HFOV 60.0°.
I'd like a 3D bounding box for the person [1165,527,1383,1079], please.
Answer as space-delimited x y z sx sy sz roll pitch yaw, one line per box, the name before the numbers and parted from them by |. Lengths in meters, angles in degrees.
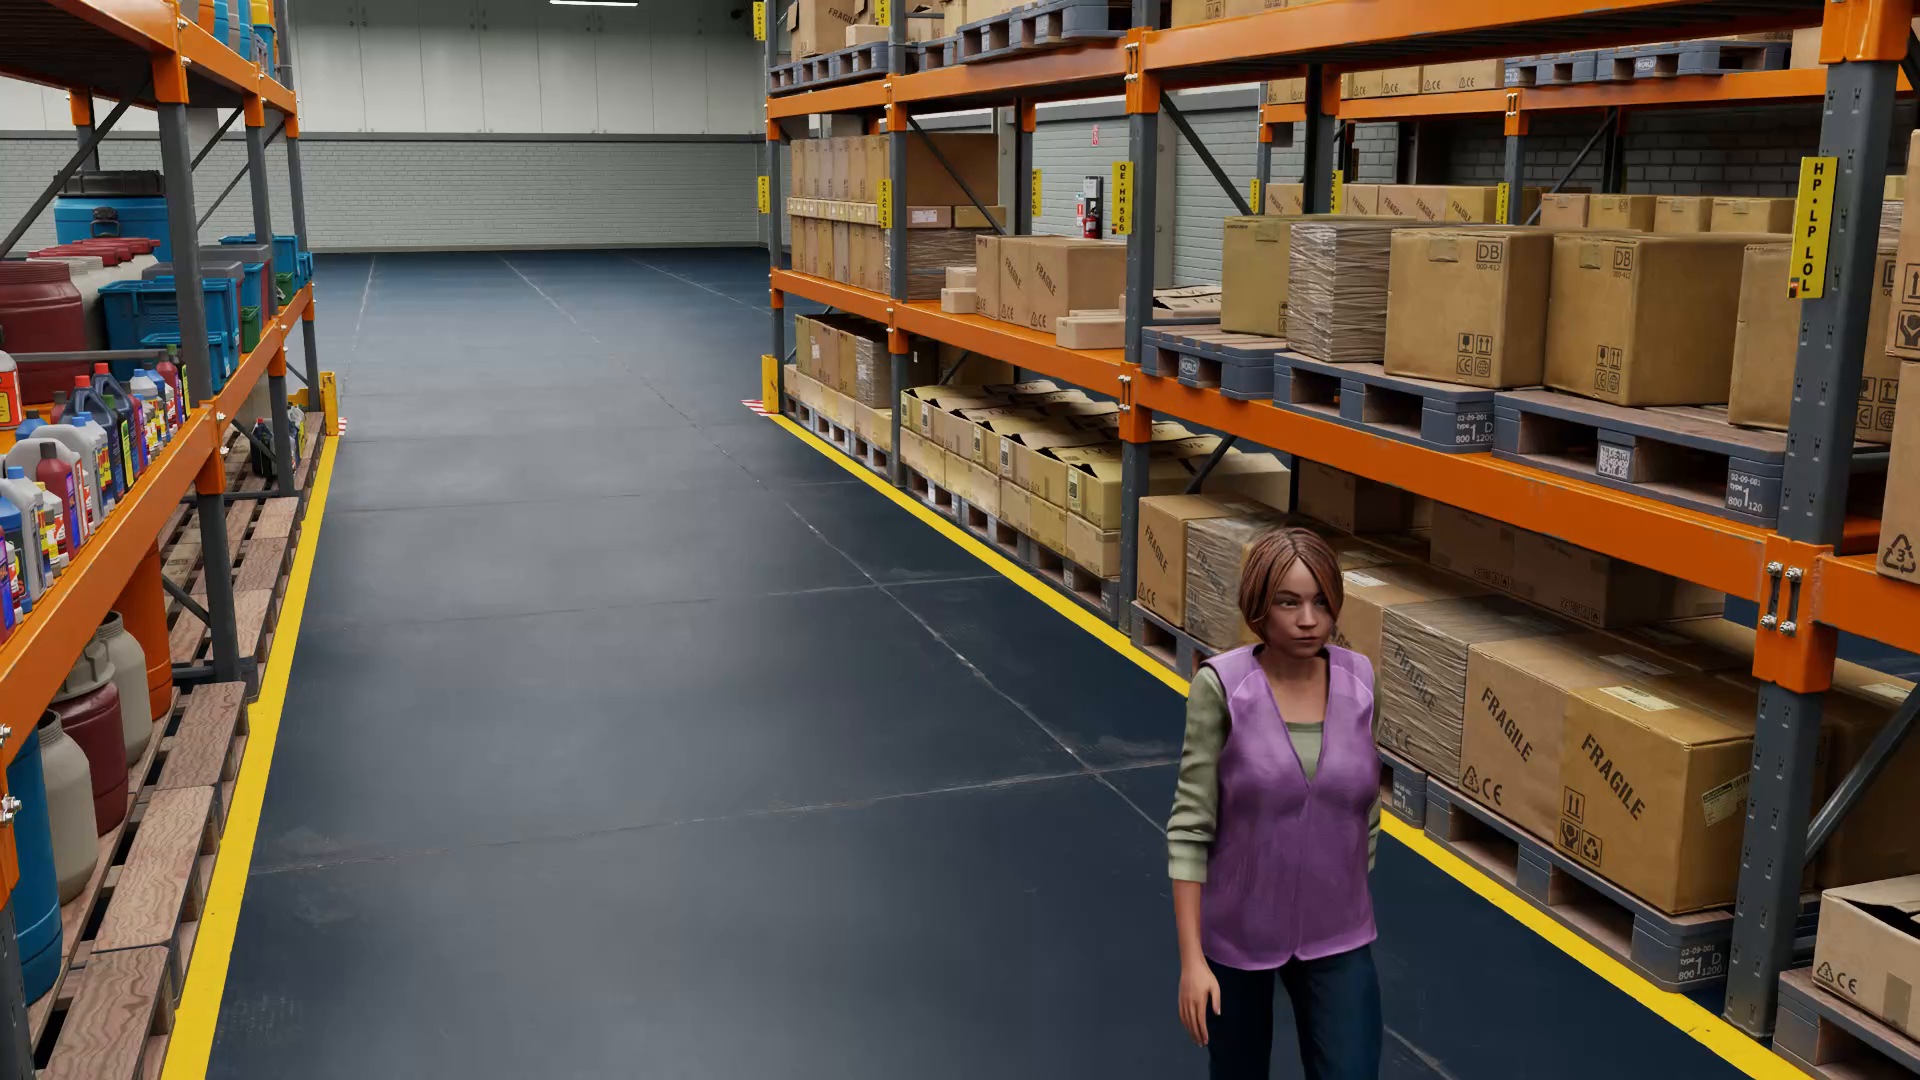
person | 0.588 0.768 3.064 0.427 1.594 0.802 0 13 -1
